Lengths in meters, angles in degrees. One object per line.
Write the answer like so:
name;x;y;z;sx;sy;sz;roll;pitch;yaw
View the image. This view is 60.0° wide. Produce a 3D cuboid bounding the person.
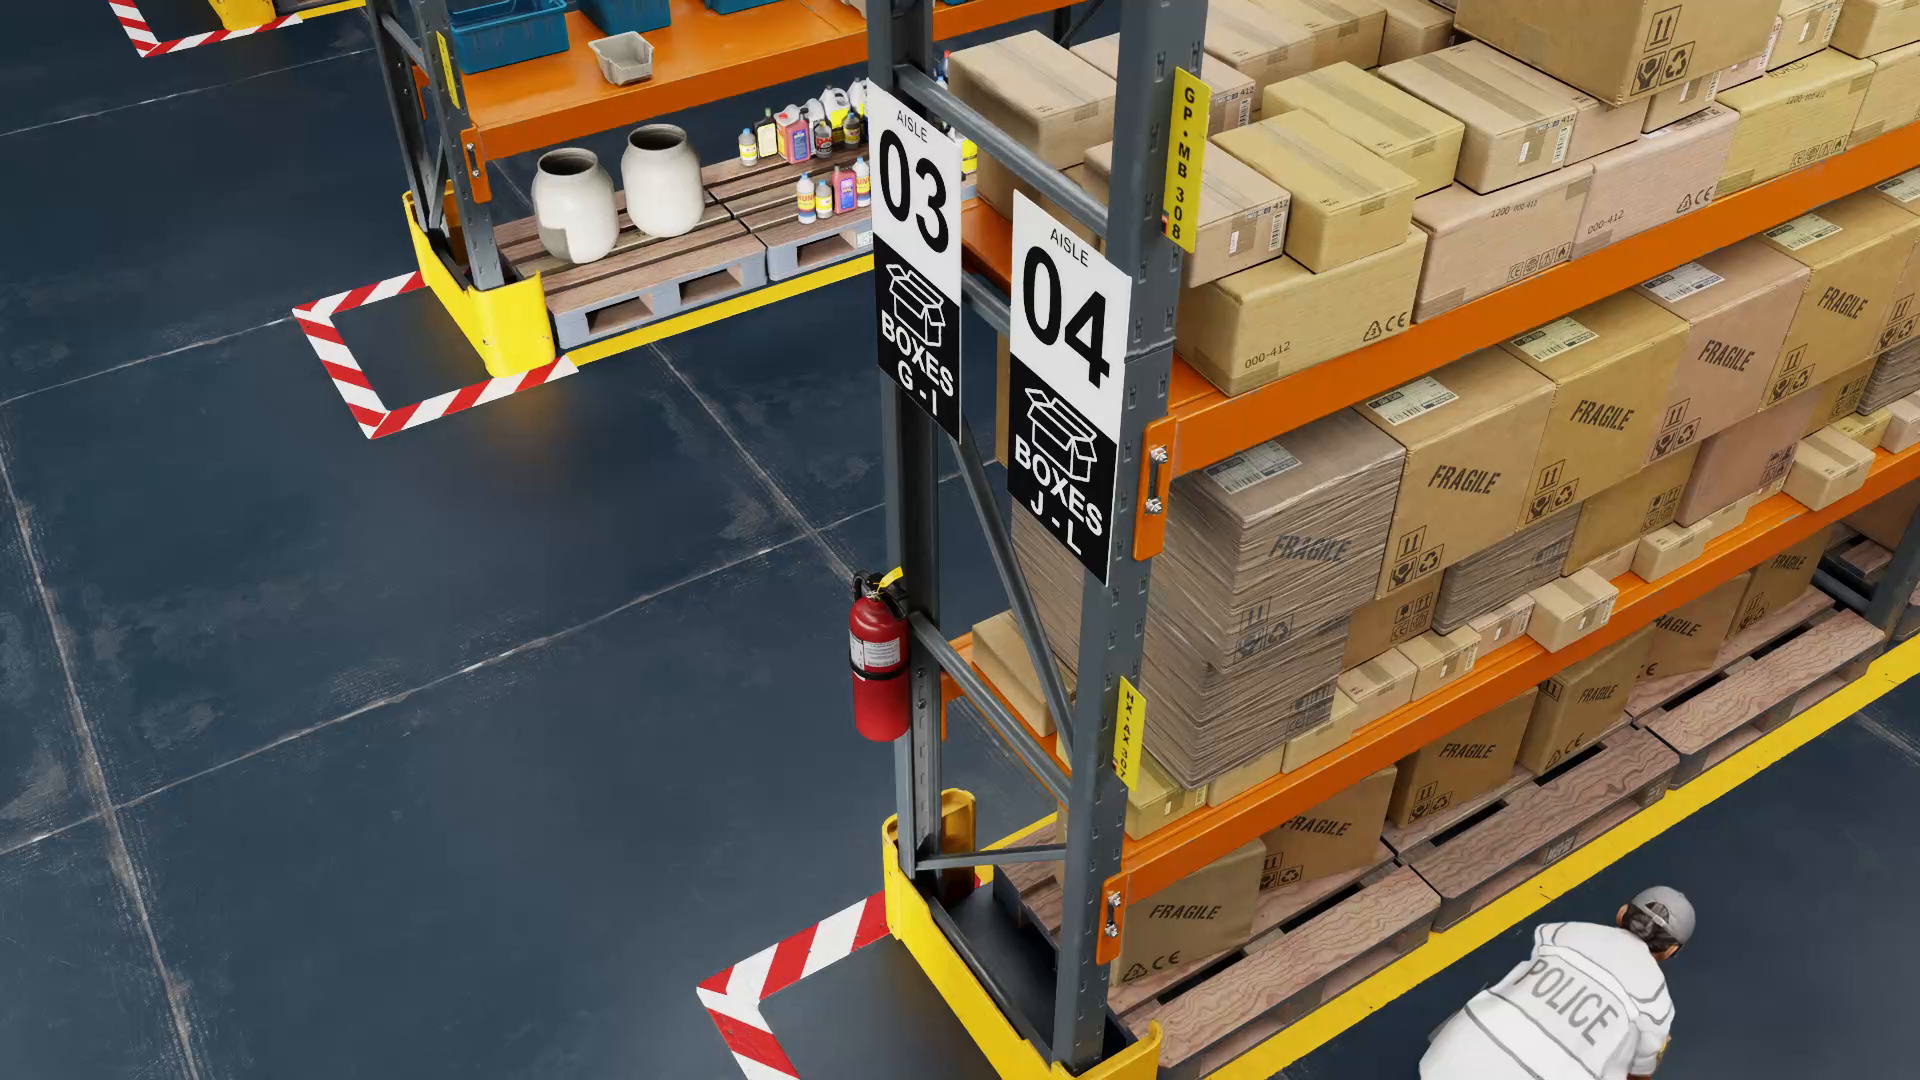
person;1.690;1.562;4.787;0.929;1.111;0.487;-27;48;-27
